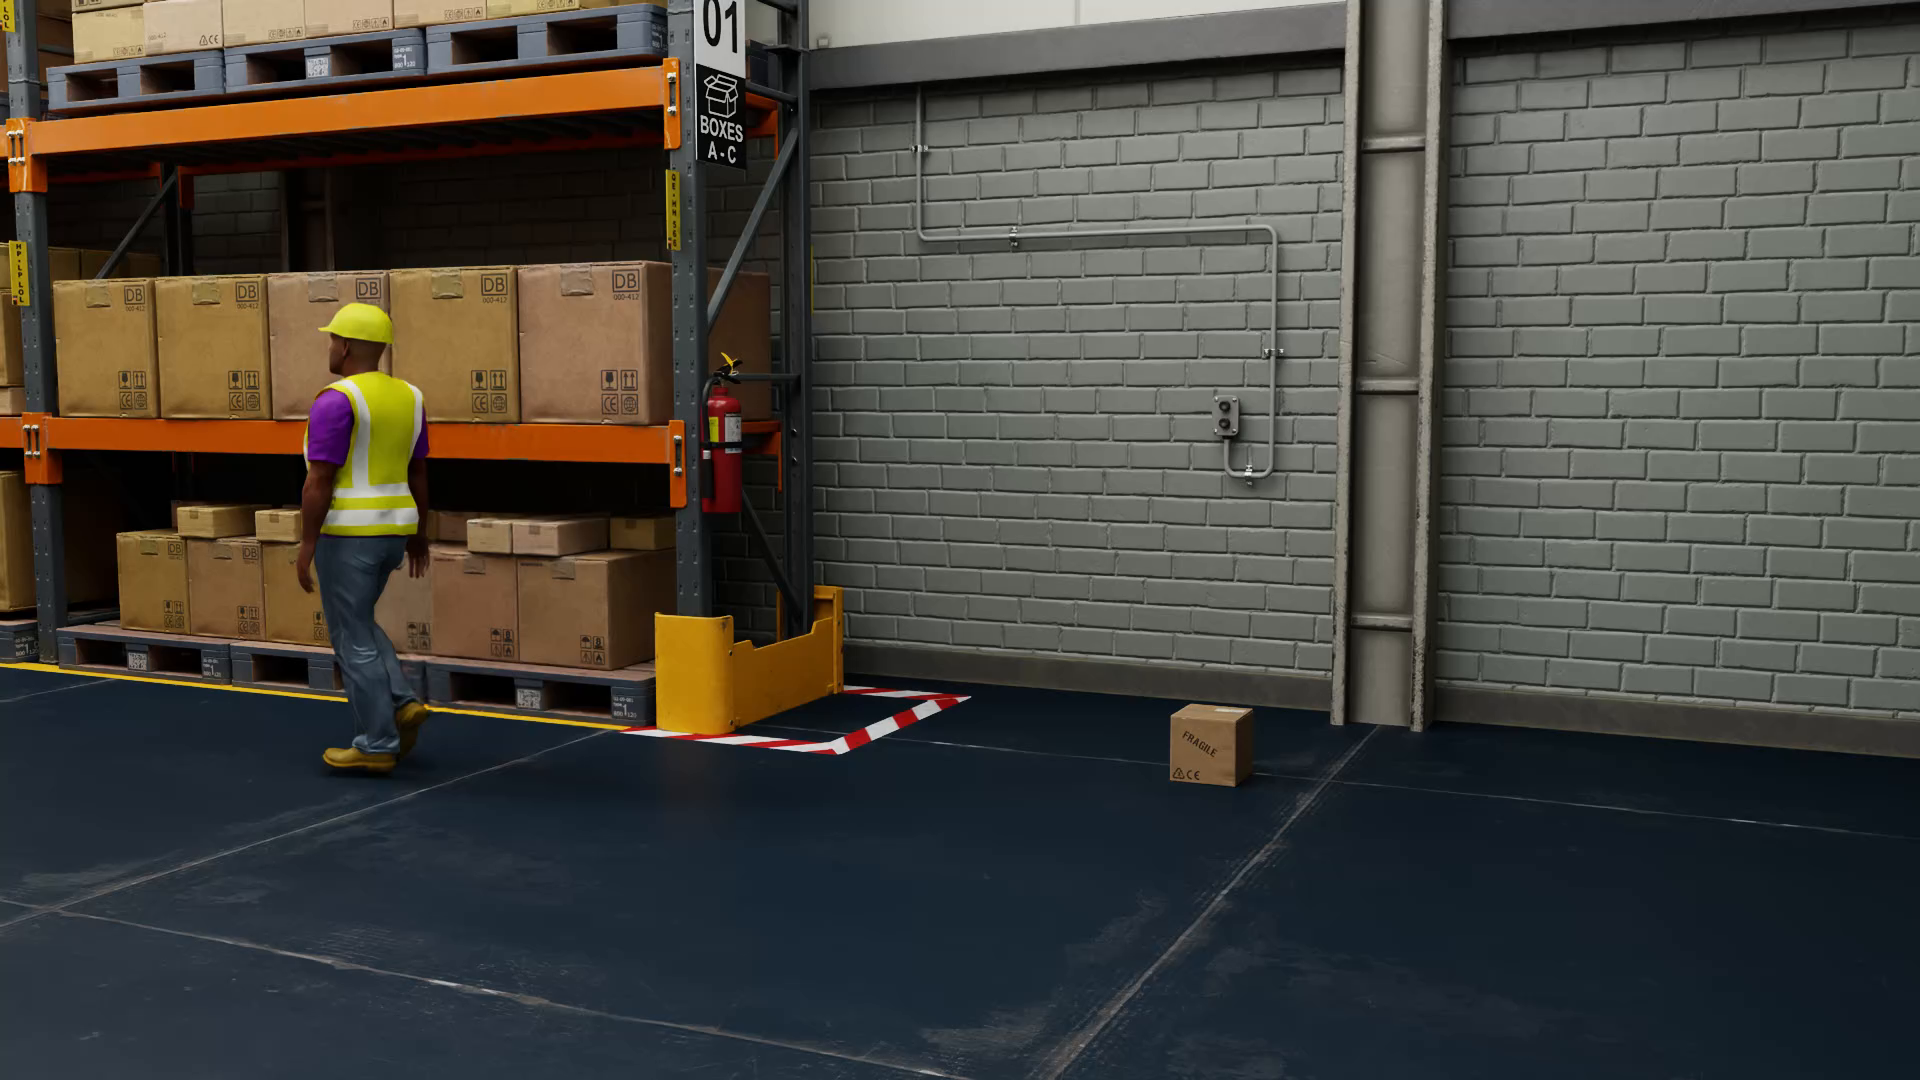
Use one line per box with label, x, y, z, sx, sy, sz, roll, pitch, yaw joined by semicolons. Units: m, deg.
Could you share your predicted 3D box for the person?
person;-2.309;0.005;6.338;0.441;1.799;0.609;2;6;18
